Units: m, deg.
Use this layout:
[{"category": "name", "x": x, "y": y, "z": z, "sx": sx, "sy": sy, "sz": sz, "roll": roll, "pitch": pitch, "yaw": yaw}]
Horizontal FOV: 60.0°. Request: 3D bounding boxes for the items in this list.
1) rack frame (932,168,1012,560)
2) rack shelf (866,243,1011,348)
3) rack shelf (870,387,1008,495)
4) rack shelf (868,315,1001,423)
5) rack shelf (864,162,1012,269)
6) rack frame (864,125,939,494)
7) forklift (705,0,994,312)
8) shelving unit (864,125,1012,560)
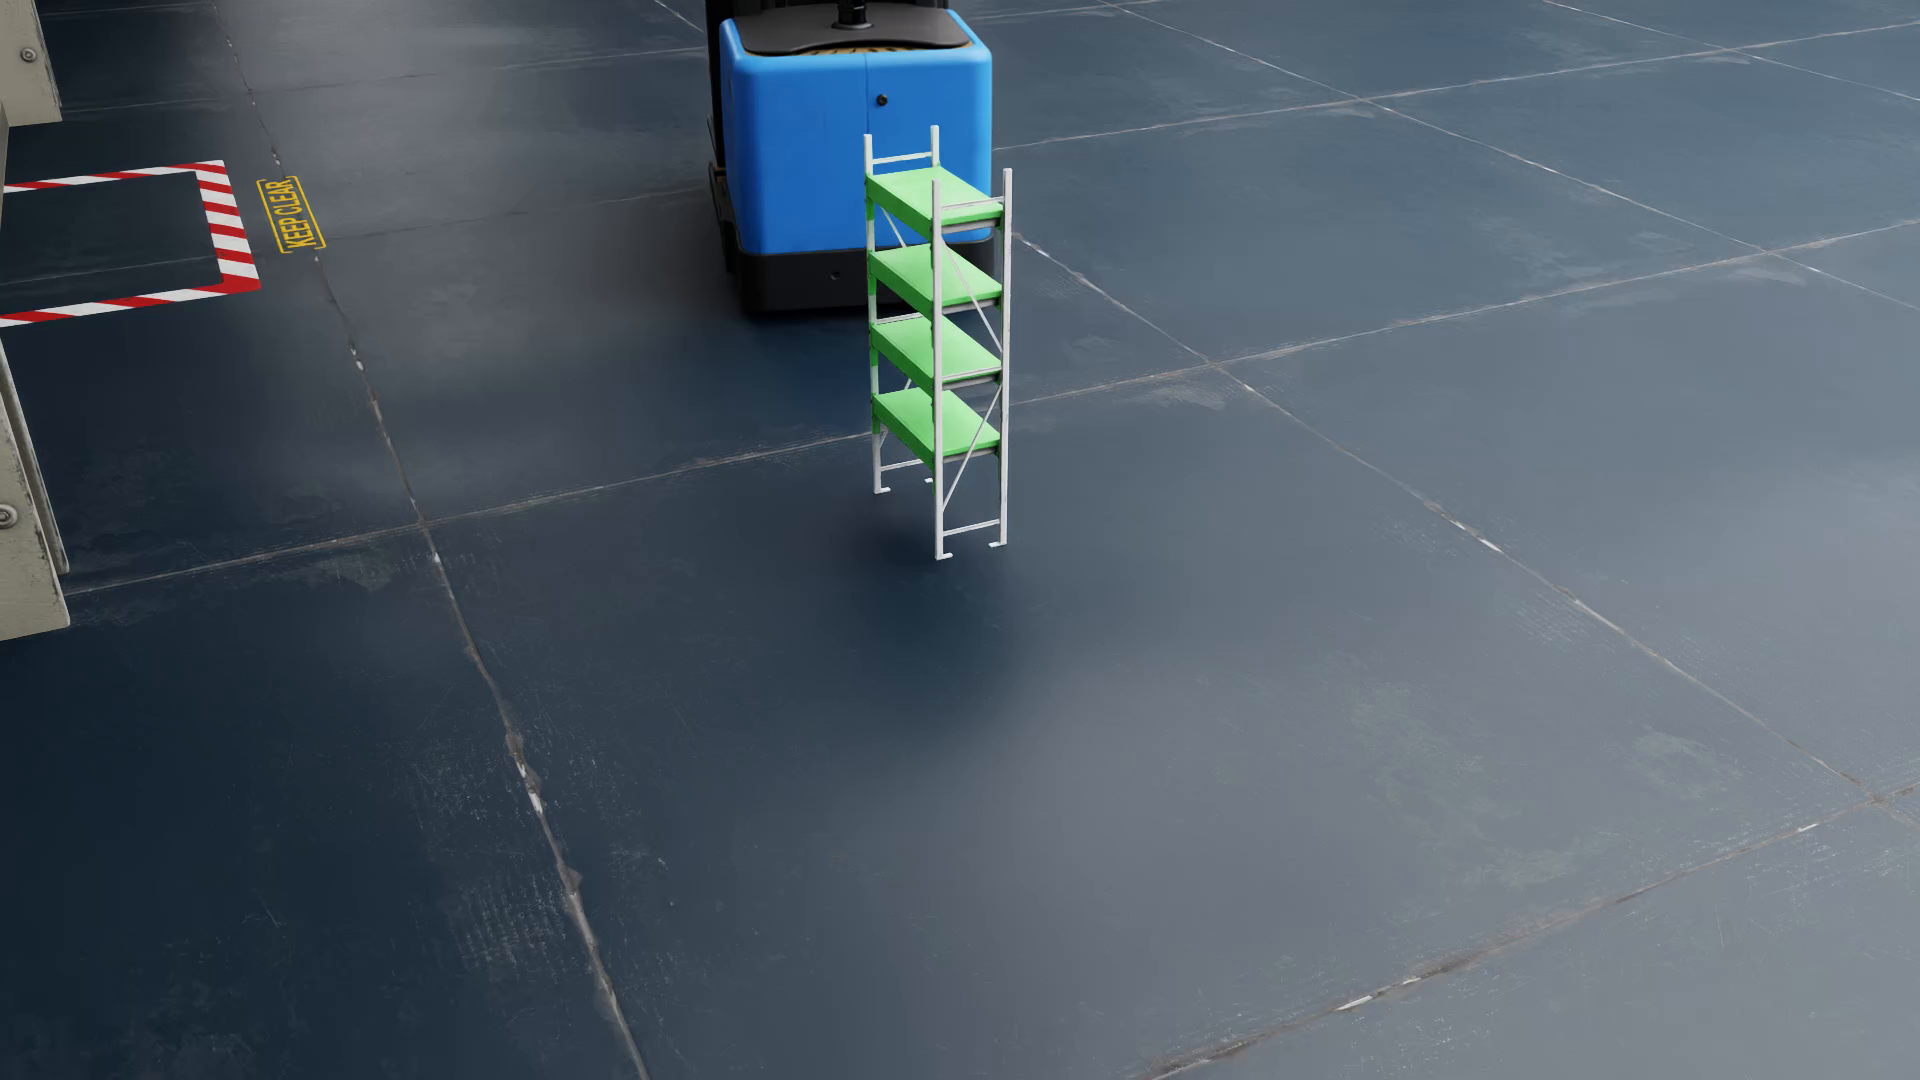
[{"category": "rack frame", "x": 0.034, "y": -0.489, "z": 4.895, "sx": 0.240, "sy": 1.200, "sz": 0.015, "roll": -13, "pitch": 32, "yaw": -22}, {"category": "rack shelf", "x": -0.071, "y": -0.750, "z": 5.001, "sx": 0.258, "sy": 0.148, "sz": 0.480, "roll": -13, "pitch": 32, "yaw": -22}, {"category": "rack shelf", "x": -0.071, "y": -0.331, "z": 5.236, "sx": 0.258, "sy": 0.148, "sz": 0.480, "roll": -13, "pitch": 32, "yaw": -22}, {"category": "rack shelf", "x": -0.071, "y": -0.541, "z": 5.118, "sx": 0.258, "sy": 0.148, "sz": 0.480, "roll": -13, "pitch": 32, "yaw": -22}, {"category": "rack shelf", "x": -0.071, "y": -0.959, "z": 4.883, "sx": 0.258, "sy": 0.148, "sz": 0.480, "roll": -13, "pitch": 32, "yaw": -22}, {"category": "rack frame", "x": -0.176, "y": -0.704, "z": 5.279, "sx": 0.240, "sy": 1.200, "sz": 0.015, "roll": -13, "pitch": 32, "yaw": -22}, {"category": "forklift", "x": -0.641, "y": -2.910, "z": 7.443, "sx": 1.130, "sy": 2.935, "sz": 3.031, "roll": -5, "pitch": 30, "yaw": -9}, {"category": "shelving unit", "x": -0.071, "y": -0.596, "z": 5.087, "sx": 0.258, "sy": 1.200, "sz": 0.503, "roll": -13, "pitch": 32, "yaw": -22}]
